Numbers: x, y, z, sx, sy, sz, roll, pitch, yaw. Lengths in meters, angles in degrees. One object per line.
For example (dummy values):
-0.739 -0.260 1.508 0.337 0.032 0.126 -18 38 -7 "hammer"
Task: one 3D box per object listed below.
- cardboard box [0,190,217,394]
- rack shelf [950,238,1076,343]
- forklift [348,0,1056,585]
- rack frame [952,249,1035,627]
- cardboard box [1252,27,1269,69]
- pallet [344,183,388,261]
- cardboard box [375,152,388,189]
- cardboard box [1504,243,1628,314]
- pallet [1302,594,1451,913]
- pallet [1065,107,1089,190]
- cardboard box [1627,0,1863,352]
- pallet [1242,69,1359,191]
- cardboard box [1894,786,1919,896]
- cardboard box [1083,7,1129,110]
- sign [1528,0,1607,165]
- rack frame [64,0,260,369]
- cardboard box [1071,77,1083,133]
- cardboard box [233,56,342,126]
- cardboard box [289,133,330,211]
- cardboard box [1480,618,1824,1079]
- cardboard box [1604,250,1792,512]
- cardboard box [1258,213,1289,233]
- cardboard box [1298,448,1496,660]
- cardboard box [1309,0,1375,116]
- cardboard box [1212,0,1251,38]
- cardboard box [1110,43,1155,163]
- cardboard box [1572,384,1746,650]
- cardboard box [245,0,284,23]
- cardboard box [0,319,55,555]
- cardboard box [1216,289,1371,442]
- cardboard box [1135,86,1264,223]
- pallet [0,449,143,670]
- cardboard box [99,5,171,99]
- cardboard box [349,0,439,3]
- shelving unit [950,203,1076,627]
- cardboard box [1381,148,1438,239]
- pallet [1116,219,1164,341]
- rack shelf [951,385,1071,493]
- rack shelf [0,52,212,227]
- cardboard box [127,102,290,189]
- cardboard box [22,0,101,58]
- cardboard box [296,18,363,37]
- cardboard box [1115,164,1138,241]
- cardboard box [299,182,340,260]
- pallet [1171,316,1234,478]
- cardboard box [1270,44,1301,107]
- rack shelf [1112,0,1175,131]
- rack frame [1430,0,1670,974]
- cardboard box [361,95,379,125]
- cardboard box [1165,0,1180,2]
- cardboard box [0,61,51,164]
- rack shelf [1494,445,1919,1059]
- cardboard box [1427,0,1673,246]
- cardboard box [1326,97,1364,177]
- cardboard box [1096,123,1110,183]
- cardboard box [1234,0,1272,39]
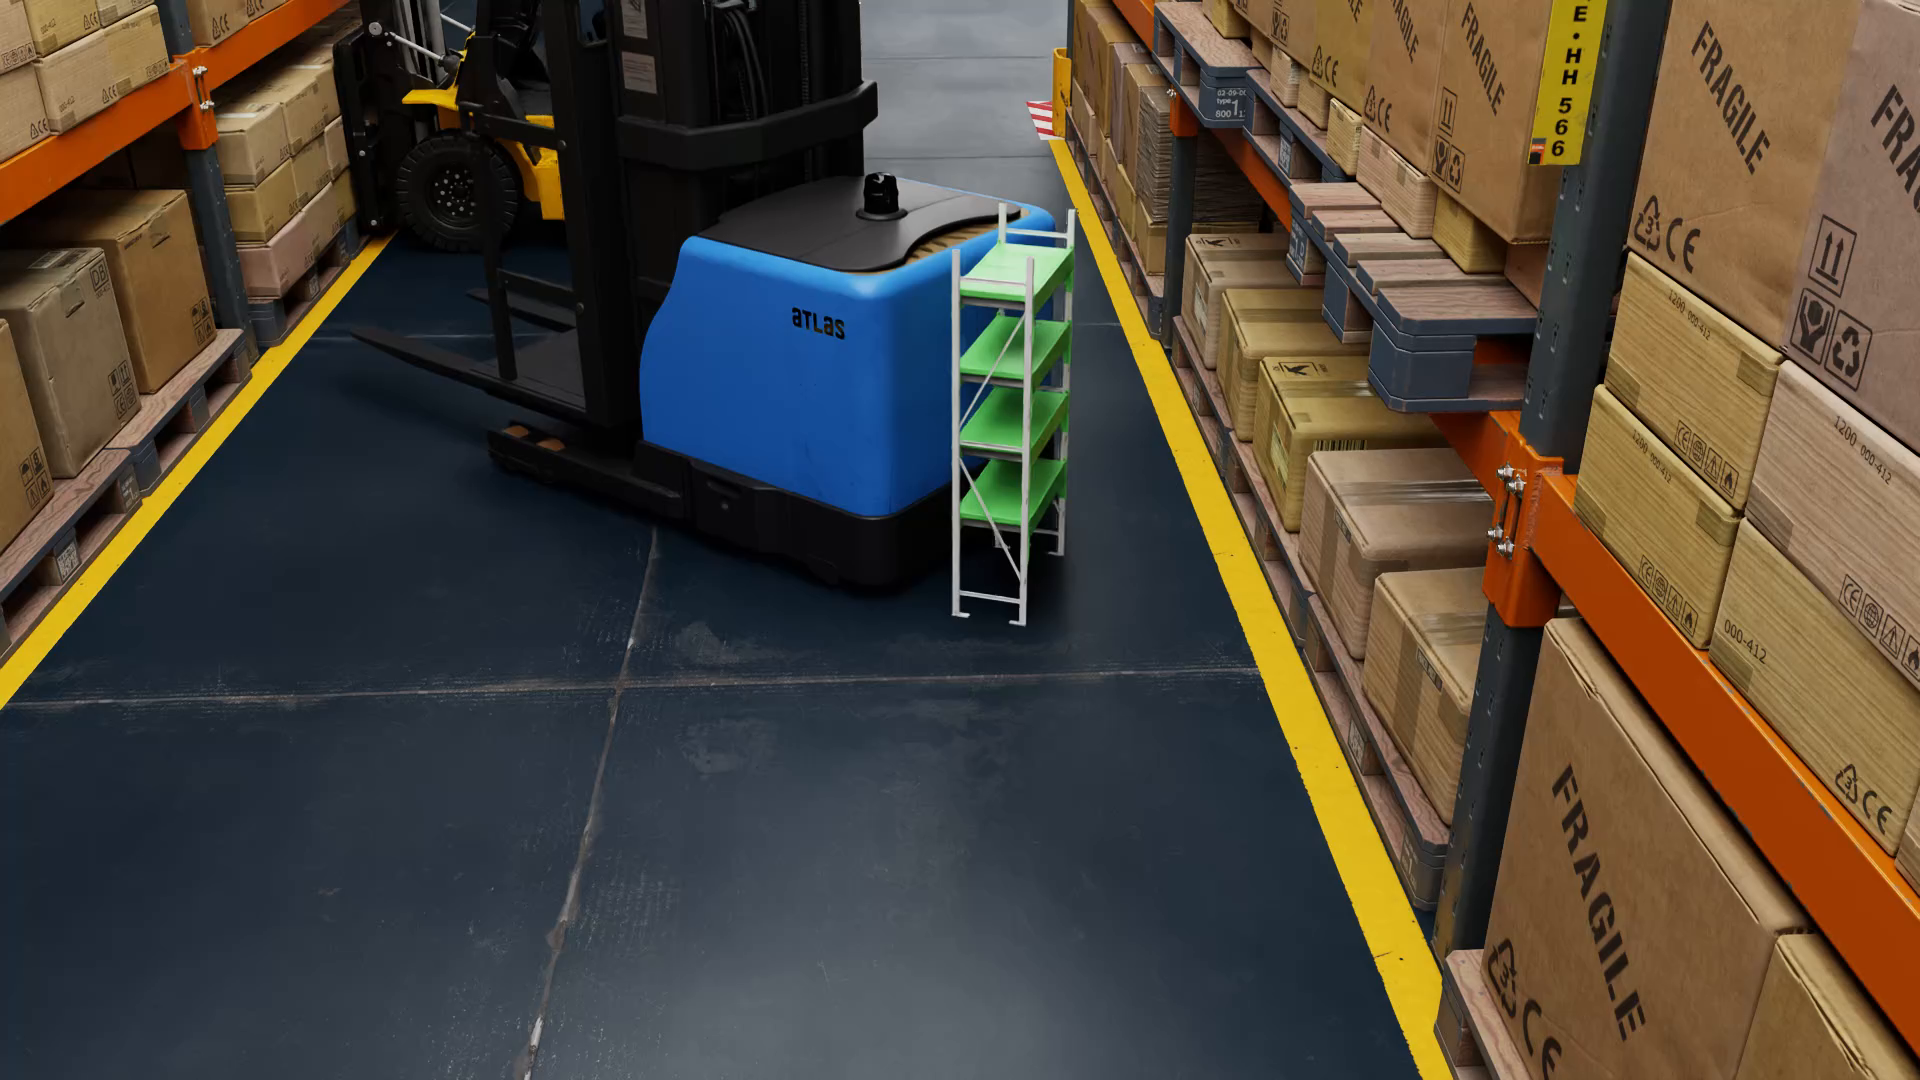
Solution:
-3.518 -0.975 6.490 0.875 0.625 0.625 0 28 0 "cardboard box"
0.166 -0.756 5.002 0.258 0.148 0.480 8 29 15 "rack shelf"
-1.148 -1.683 5.808 3.031 2.935 1.130 19 33 32 "forklift"
0.093 -0.279 4.988 0.240 1.200 0.015 8 29 15 "rack frame"
1.181 -1.652 5.491 0.380 0.149 0.250 -1 28 -2 "cardboard box"
-3.623 -1.779 8.933 1.003 0.211 1.213 -1 28 -3 "pallet"
-3.342 -1.987 8.836 0.500 0.250 0.500 -1 28 -1 "cardboard box"
1.357 -0.577 3.431 0.380 0.149 0.250 0 28 -1 "cardboard box"
1.570 0.518 4.528 1.003 0.211 1.213 -1 28 -3 "pallet"
1.203 -2.404 10.131 1.003 0.211 1.213 -1 28 -3 "pallet"
1.391 -0.611 2.488 0.500 0.500 0.500 -2 28 -4 "cardboard box"
1.465 -1.185 4.986 1.003 0.211 1.213 -1 28 -3 "pallet"
1.449 0.421 1.862 0.500 0.250 0.500 0 28 -1 "cardboard box"
0.991 -2.720 9.429 0.500 0.500 0.500 -2 28 -5 "cardboard box"
1.068 -0.818 2.908 0.100 0.325 0.005 -1 28 -3 "sign"
-3.556 -2.083 6.499 1.000 3.000 0.127 -1 28 -3 "rack frame"
0.957 -2.639 10.086 0.500 0.250 0.500 -2 28 -3 "cardboard box"
-3.322 -2.190 8.143 0.500 0.250 0.500 0 28 -1 "cardboard box"
-3.302 -1.735 7.811 0.500 0.250 0.500 -2 28 -3 "cardboard box"
1.562 0.720 2.970 0.875 0.875 0.875 -2 28 -3 "cardboard box"
1.389 -0.272 2.650 0.500 0.250 0.500 -2 28 -3 "cardboard box"
1.639 -1.450 7.806 0.500 0.250 0.500 -3 28 -5 "cardboard box"
1.543 0.020 4.855 0.950 0.372 0.625 -2 28 -4 "cardboard box"
1.242 -1.394 4.296 0.500 0.500 0.500 -3 28 -6 "cardboard box"
1.118 -1.901 5.968 0.380 0.149 0.250 -1 28 -2 "cardboard box"
1.045 -2.241 8.511 0.500 0.500 0.500 0 28 0 "cardboard box"
1.383 -0.058 2.780 0.500 0.250 0.500 -2 28 -4 "cardboard box"
-3.363 -2.578 7.342 0.500 0.500 0.500 -1 28 -2 "cardboard box"
-3.444 -0.270 5.137 0.875 0.625 0.625 -2 28 -5 "cardboard box"
1.471 -0.651 6.142 0.950 0.372 0.625 0 28 1 "cardboard box"
1.101 -1.771 7.609 0.500 0.500 0.500 -2 28 -3 "cardboard box"
-3.412 0.058 5.411 1.003 0.211 1.213 -1 28 -3 "pallet"
-3.269 -1.790 6.100 0.500 0.250 0.500 -1 28 -1 "cardboard box"
-3.430 -3.135 9.955 0.500 0.250 0.500 0 28 -1 "cardboard box"
0.166 -0.387 5.194 0.258 1.200 0.503 8 29 15 "shelving unit"
1.213 -0.815 3.886 0.380 0.149 0.250 -2 28 -3 "cardboard box"
1.330 -1.277 7.970 1.003 0.211 1.213 -1 28 -3 "pallet"
0.166 -0.330 5.224 0.258 0.148 0.480 8 29 15 "rack shelf"
-3.452 -0.840 4.895 1.077 0.370 4.000 -1 28 -3 "rack shelf"
-3.268 -1.724 7.250 0.500 0.250 0.500 -2 28 -3 "cardboard box"
-3.241 -1.780 5.540 0.500 0.250 0.500 -2 28 -4 "cardboard box"
-3.361 -2.667 9.057 0.500 0.250 0.500 -1 28 -2 "cardboard box"
1.063 -1.683 8.253 0.500 0.250 0.500 -2 28 -4 "cardboard box"
-3.293 -1.515 7.931 0.500 0.250 0.500 -2 28 -4 "cardboard box"
1.442 -0.608 6.688 1.003 0.211 1.213 -1 28 -3 "pallet"
1.154 -1.414 5.034 0.380 0.149 0.250 0 28 -1 "cardboard box"
1.296 -2.809 8.670 1.077 0.370 4.000 -1 28 -3 "rack shelf"
1.609 -0.357 3.191 1.000 3.000 0.127 -1 28 -3 "rack frame"
-3.342 -2.200 8.704 0.500 0.250 0.500 -1 28 -3 "cardboard box"
1.079 -2.234 7.061 0.380 0.149 0.250 -2 28 -3 "cardboard box"
-3.242 -1.328 5.214 0.500 0.250 0.500 -1 28 -2 "cardboard box"
1.714 0.886 1.586 1.077 0.370 4.000 -1 28 -3 "rack shelf"
1.308 -0.923 3.391 0.500 0.500 0.500 -2 28 -4 "cardboard box"
1.179 -1.058 4.353 0.380 0.149 0.250 -1 28 -2 "cardboard box"
1.018 -2.152 9.151 0.500 0.250 0.500 0 28 1 "cardboard box"
1.177 -1.883 5.233 0.500 0.500 0.500 -2 28 -3 "cardboard box"
